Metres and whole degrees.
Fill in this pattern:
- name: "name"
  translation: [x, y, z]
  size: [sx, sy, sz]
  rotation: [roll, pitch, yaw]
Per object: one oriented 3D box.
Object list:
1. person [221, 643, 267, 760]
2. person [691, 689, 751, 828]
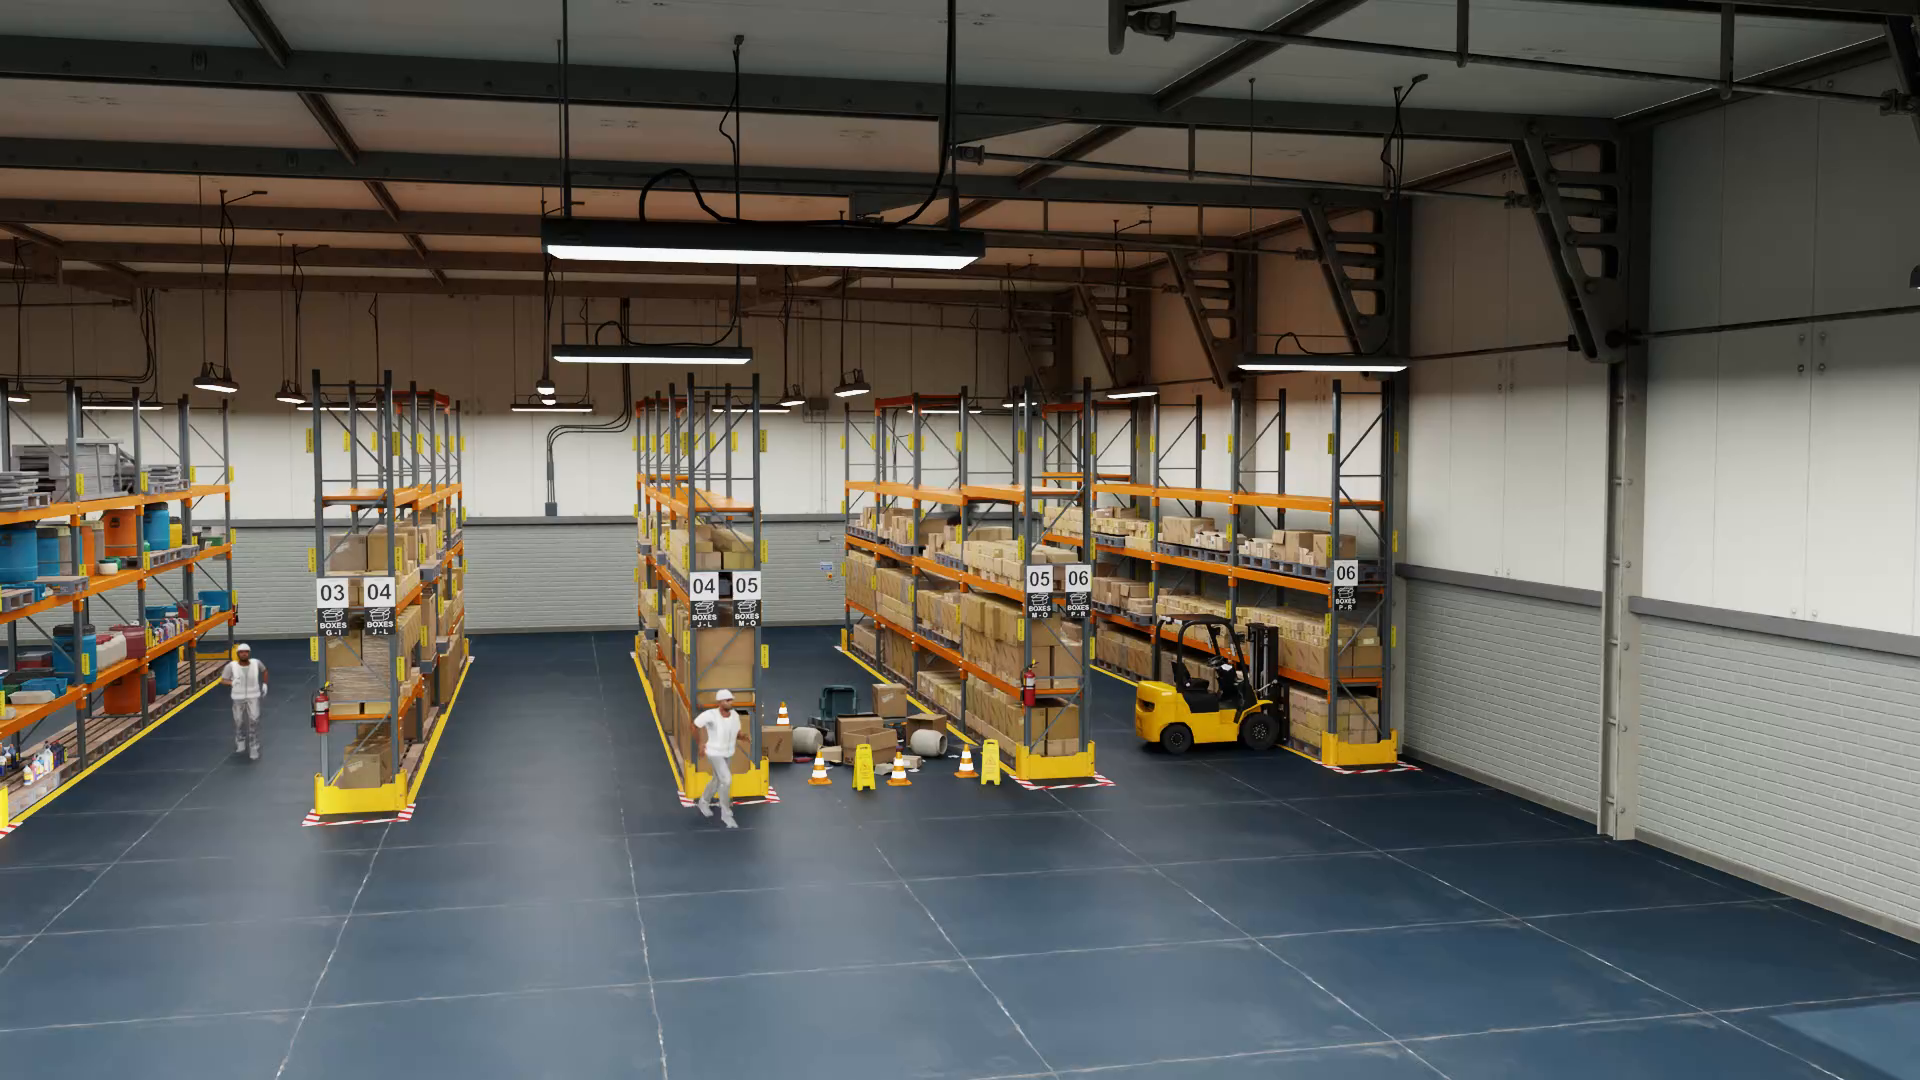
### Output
- name: "person"
  translation: [-11.435, 2.572, 26.586]
  size: [0.704, 1.851, 0.796]
  rotation: [-2, 4, -25]
- name: "person"
  translation: [-3.171, 2.858, 21.975]
  size: [0.893, 1.801, 0.632]
  rotation: [2, 4, 35]
